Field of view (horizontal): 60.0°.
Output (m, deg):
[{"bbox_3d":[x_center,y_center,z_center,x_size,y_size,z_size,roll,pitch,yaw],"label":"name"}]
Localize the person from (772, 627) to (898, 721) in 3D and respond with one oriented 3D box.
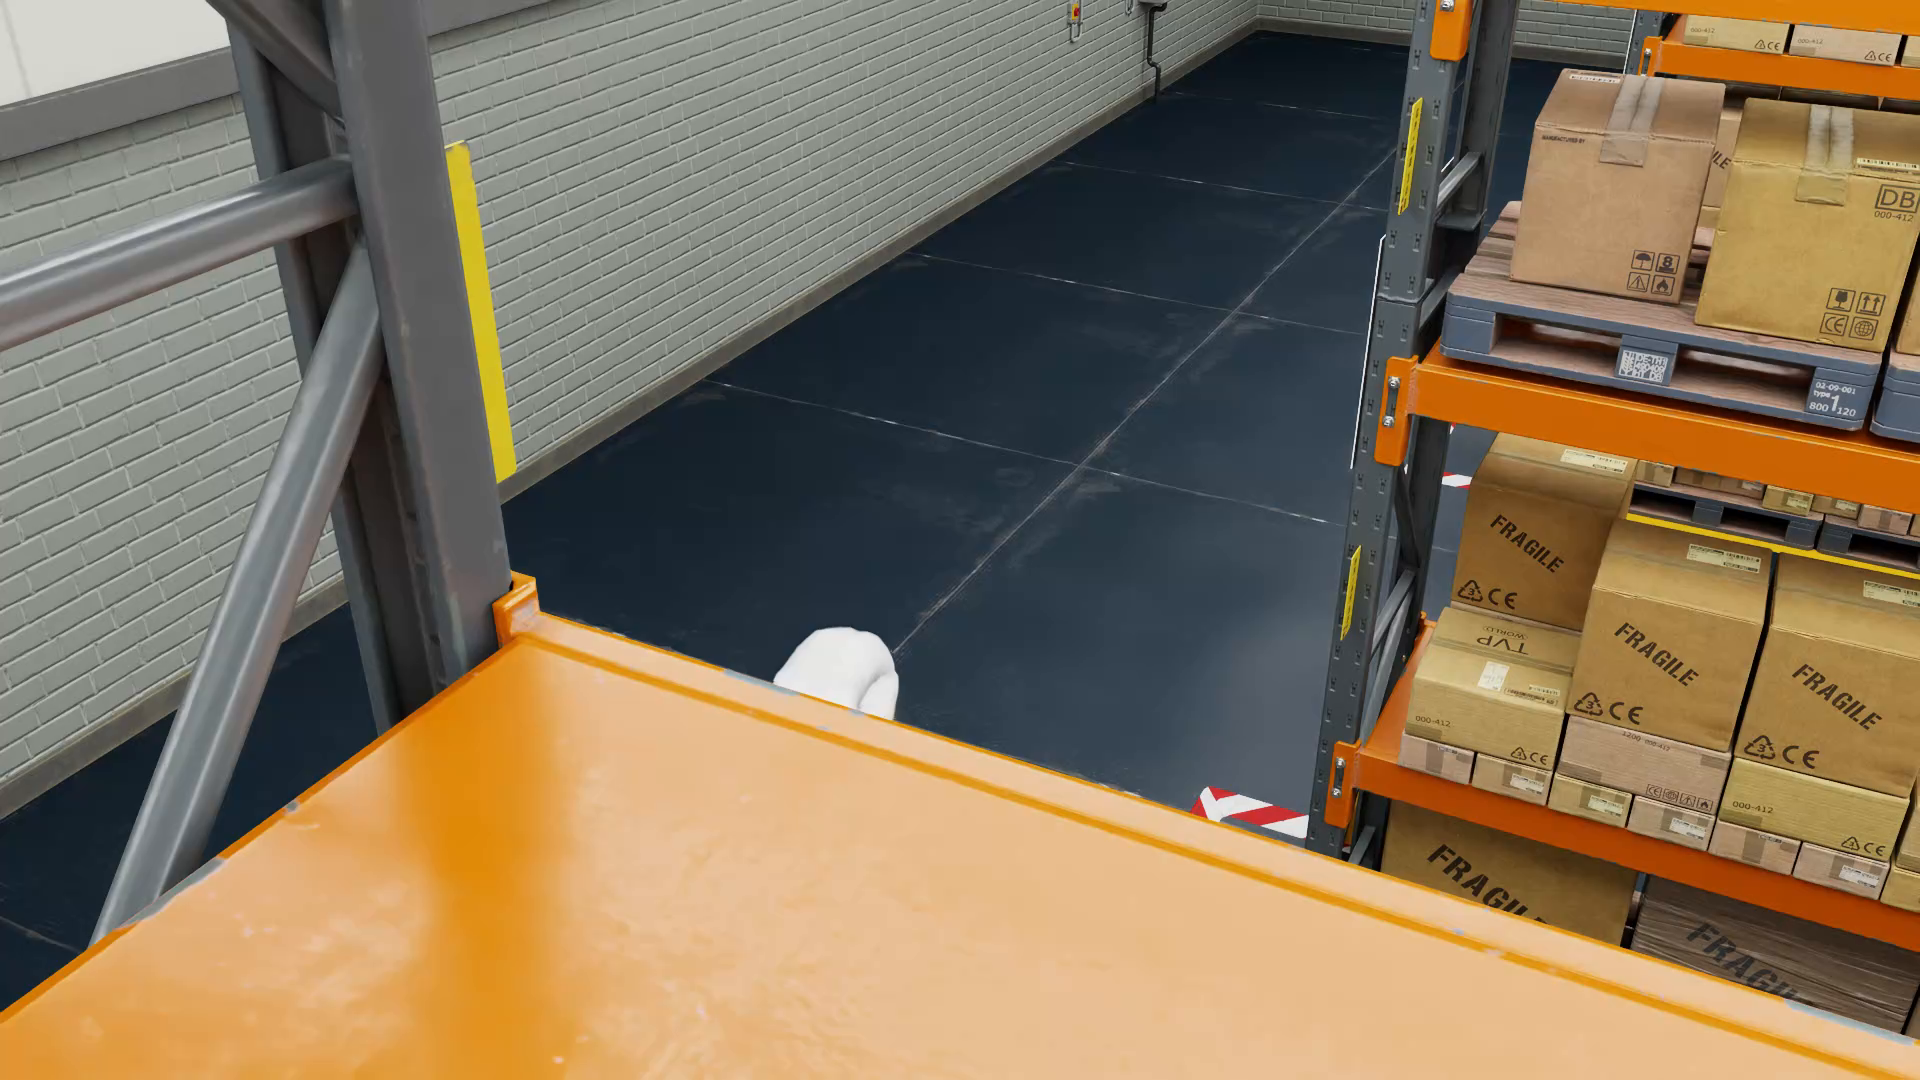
[{"bbox_3d":[-0.620,0.905,7.492,0.590,0.887,0.953,13,32,22],"label":"person"}]
